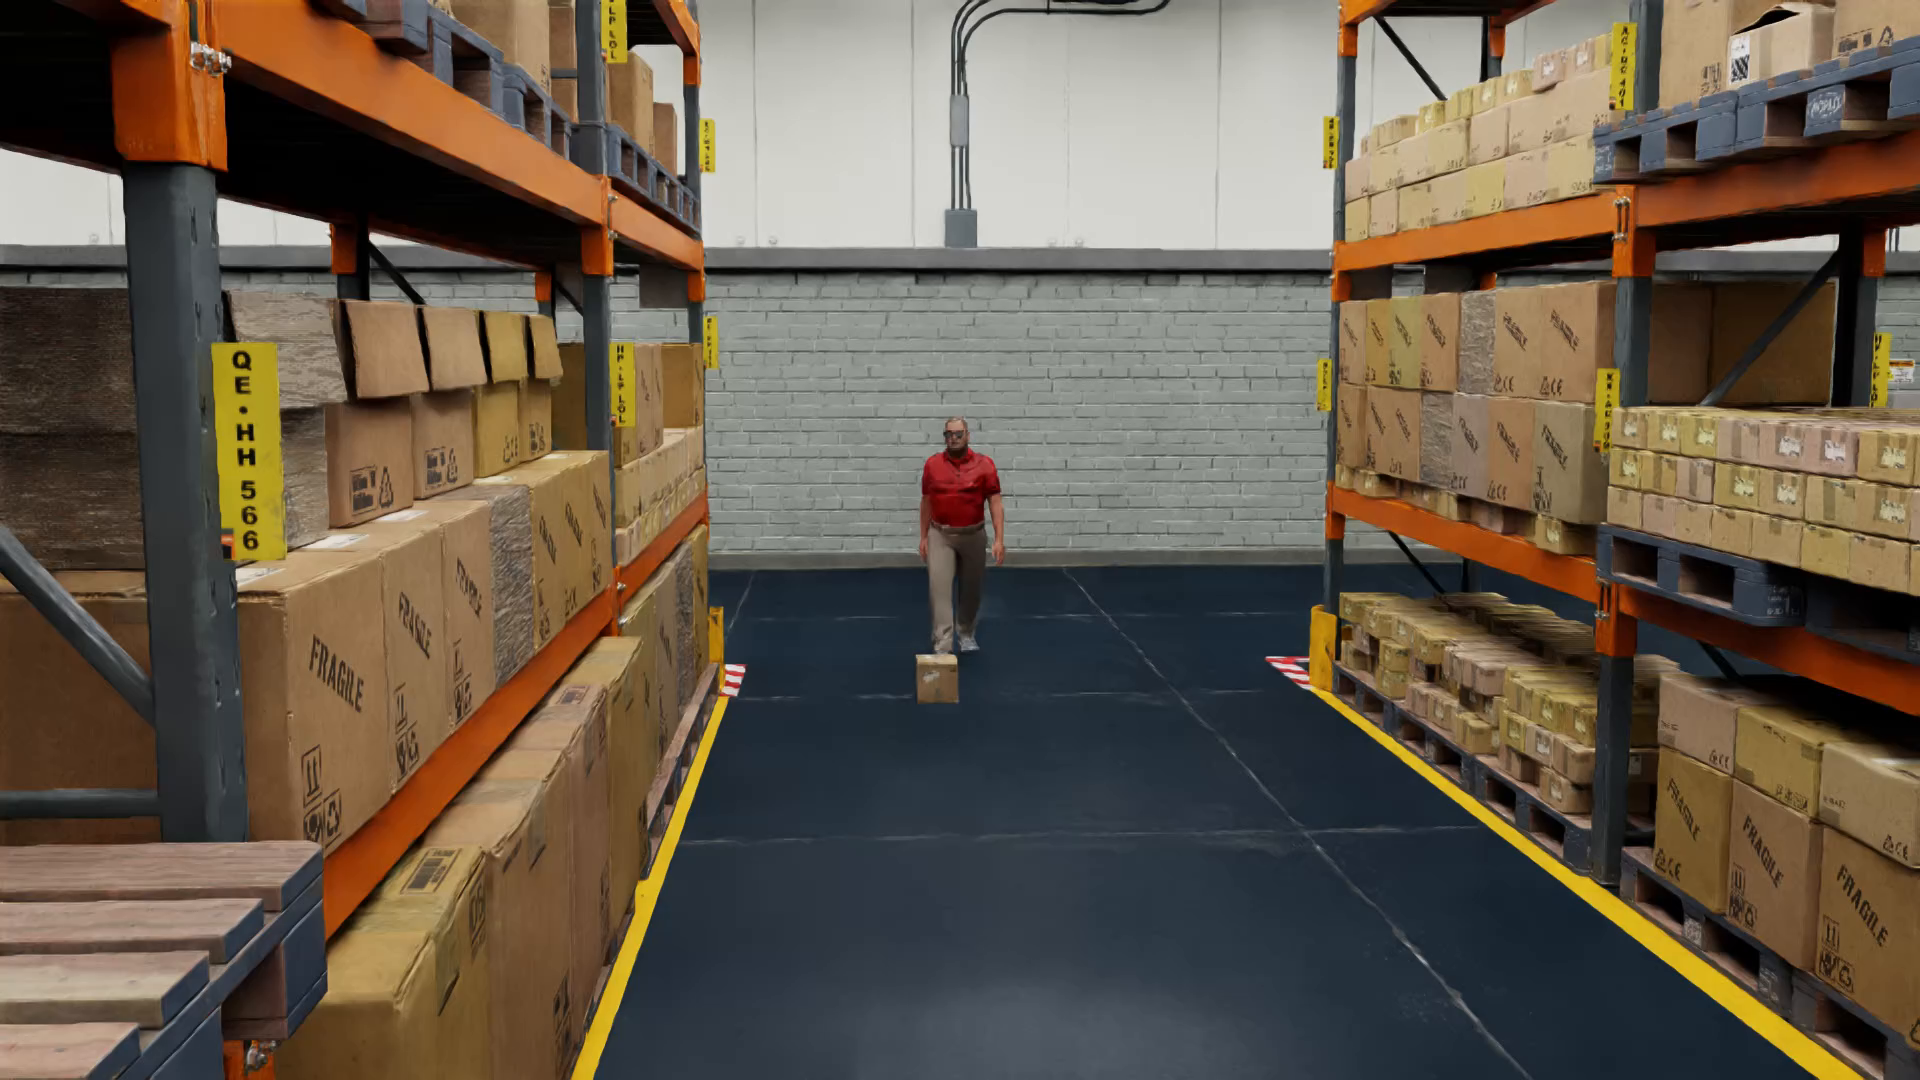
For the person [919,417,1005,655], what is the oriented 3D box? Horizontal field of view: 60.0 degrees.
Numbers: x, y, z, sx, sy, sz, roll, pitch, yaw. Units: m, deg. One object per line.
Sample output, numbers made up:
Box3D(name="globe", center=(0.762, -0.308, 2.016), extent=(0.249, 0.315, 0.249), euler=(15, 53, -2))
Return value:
Box3D(name="person", center=(0.008, 0.000, 11.372), extent=(0.605, 1.686, 0.963), euler=(0, 7, 3))
